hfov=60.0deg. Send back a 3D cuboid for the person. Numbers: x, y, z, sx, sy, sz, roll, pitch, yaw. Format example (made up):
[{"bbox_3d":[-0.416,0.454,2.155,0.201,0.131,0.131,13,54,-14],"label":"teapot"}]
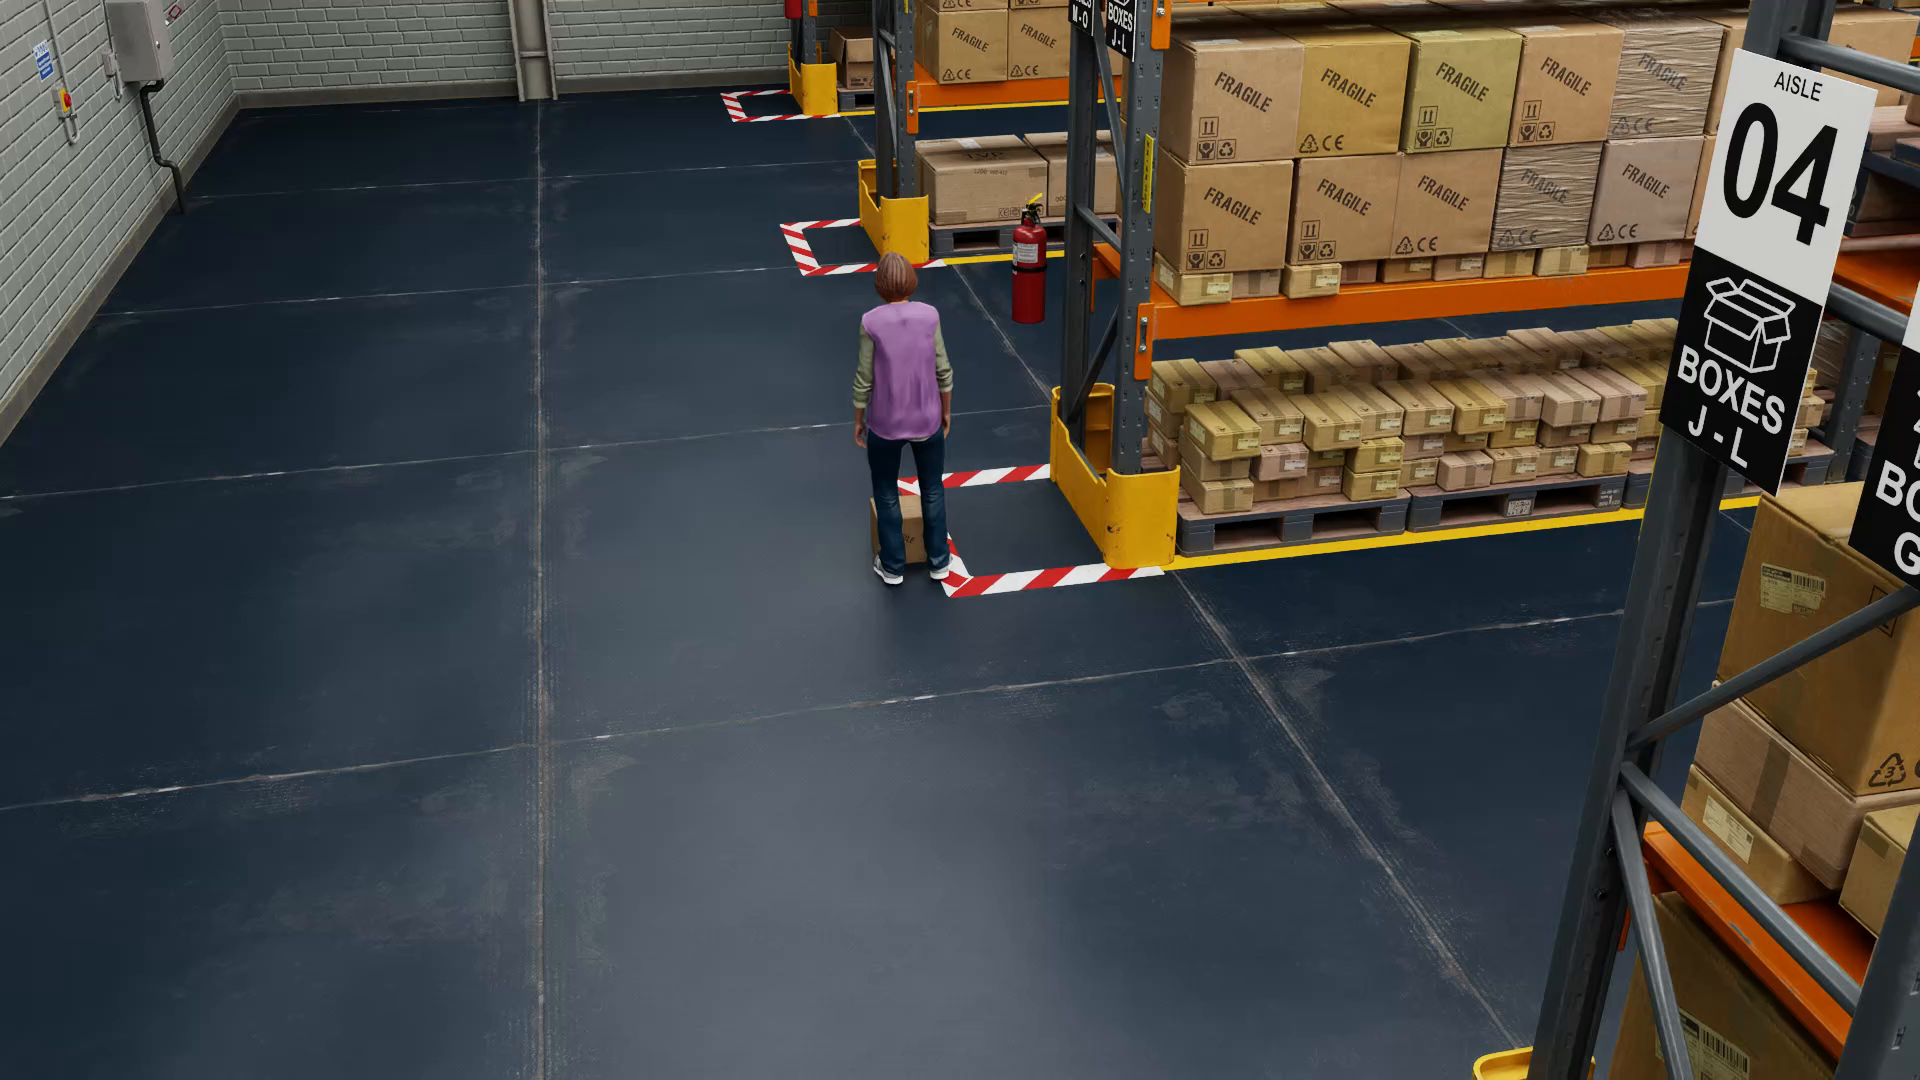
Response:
[{"bbox_3d":[-0.255,-0.533,7.681,0.485,1.582,0.342,-6,28,-11],"label":"person"}]
